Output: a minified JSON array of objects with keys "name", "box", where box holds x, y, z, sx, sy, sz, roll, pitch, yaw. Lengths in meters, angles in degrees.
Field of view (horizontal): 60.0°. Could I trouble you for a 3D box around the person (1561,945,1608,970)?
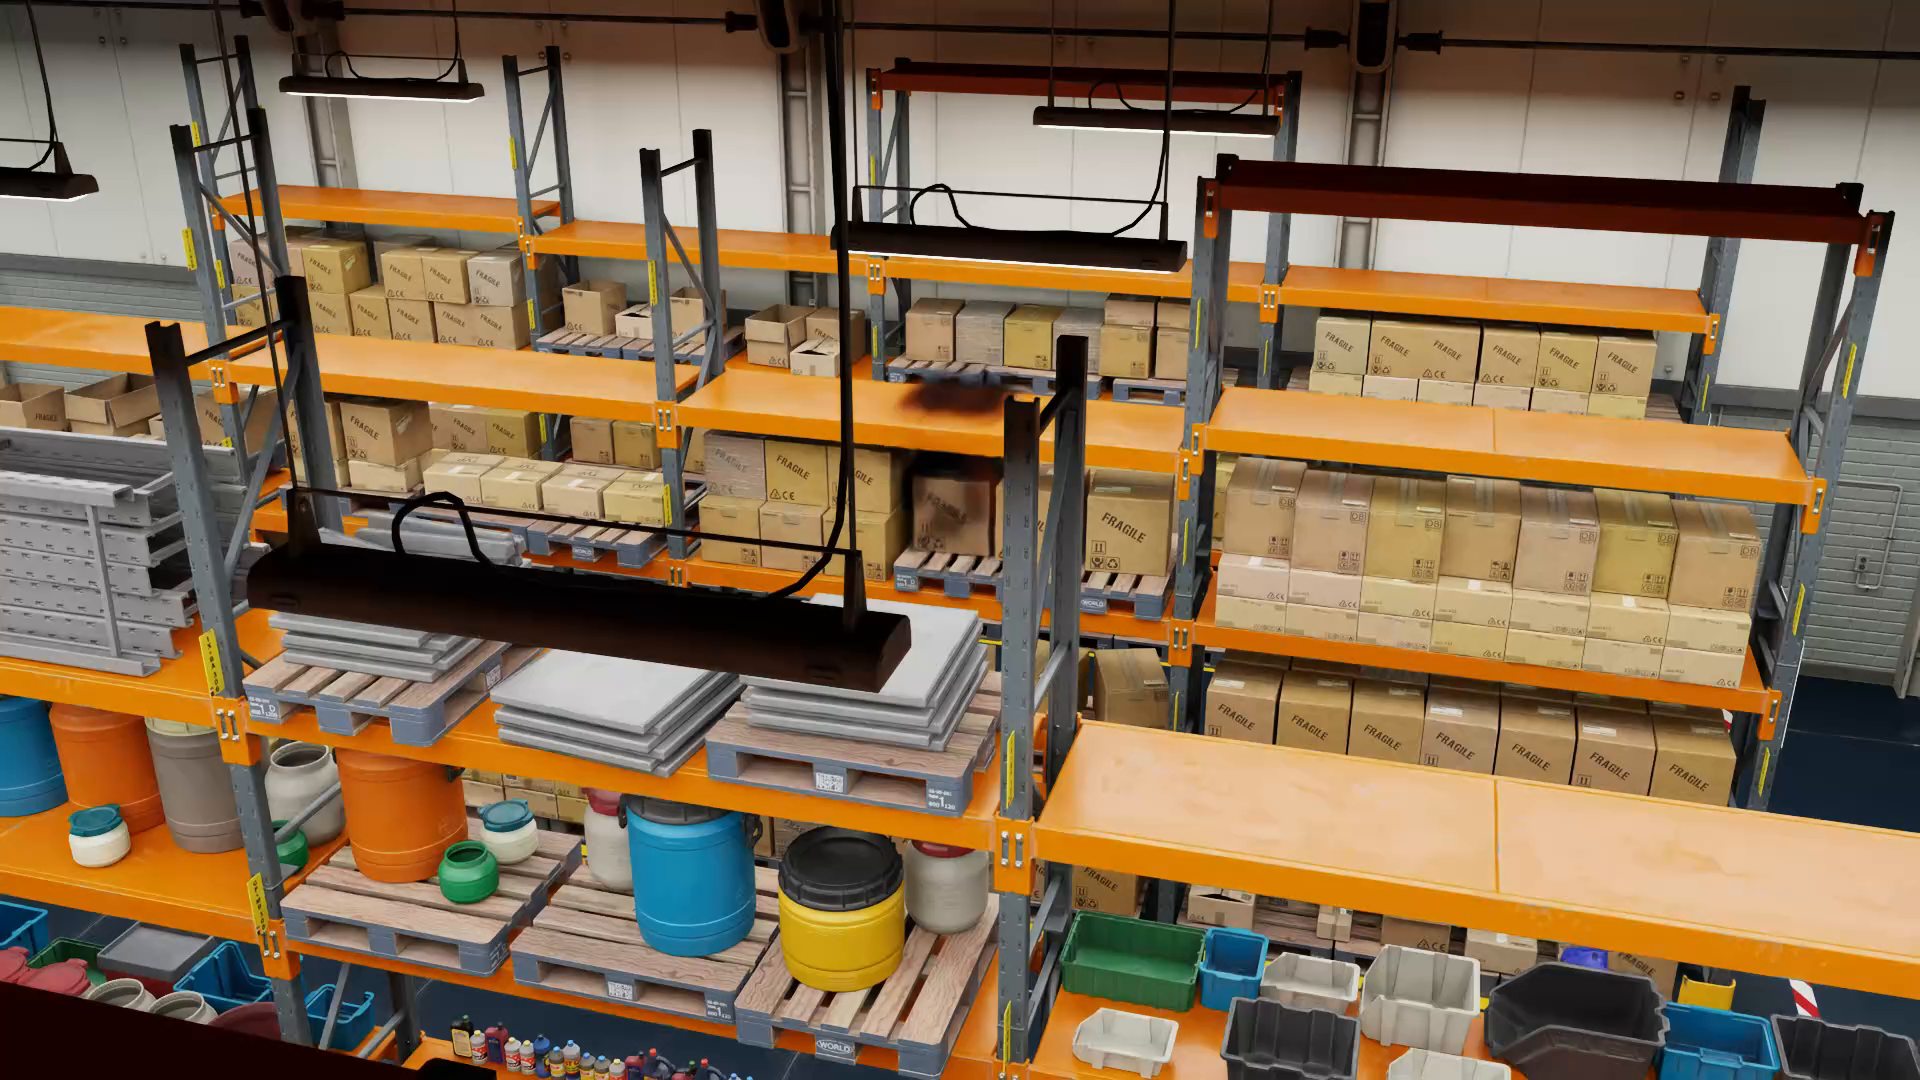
[{"name":"person","box":[4.133,3.146,11.096,0.951,1.598,0.454,4,23,10]}]
